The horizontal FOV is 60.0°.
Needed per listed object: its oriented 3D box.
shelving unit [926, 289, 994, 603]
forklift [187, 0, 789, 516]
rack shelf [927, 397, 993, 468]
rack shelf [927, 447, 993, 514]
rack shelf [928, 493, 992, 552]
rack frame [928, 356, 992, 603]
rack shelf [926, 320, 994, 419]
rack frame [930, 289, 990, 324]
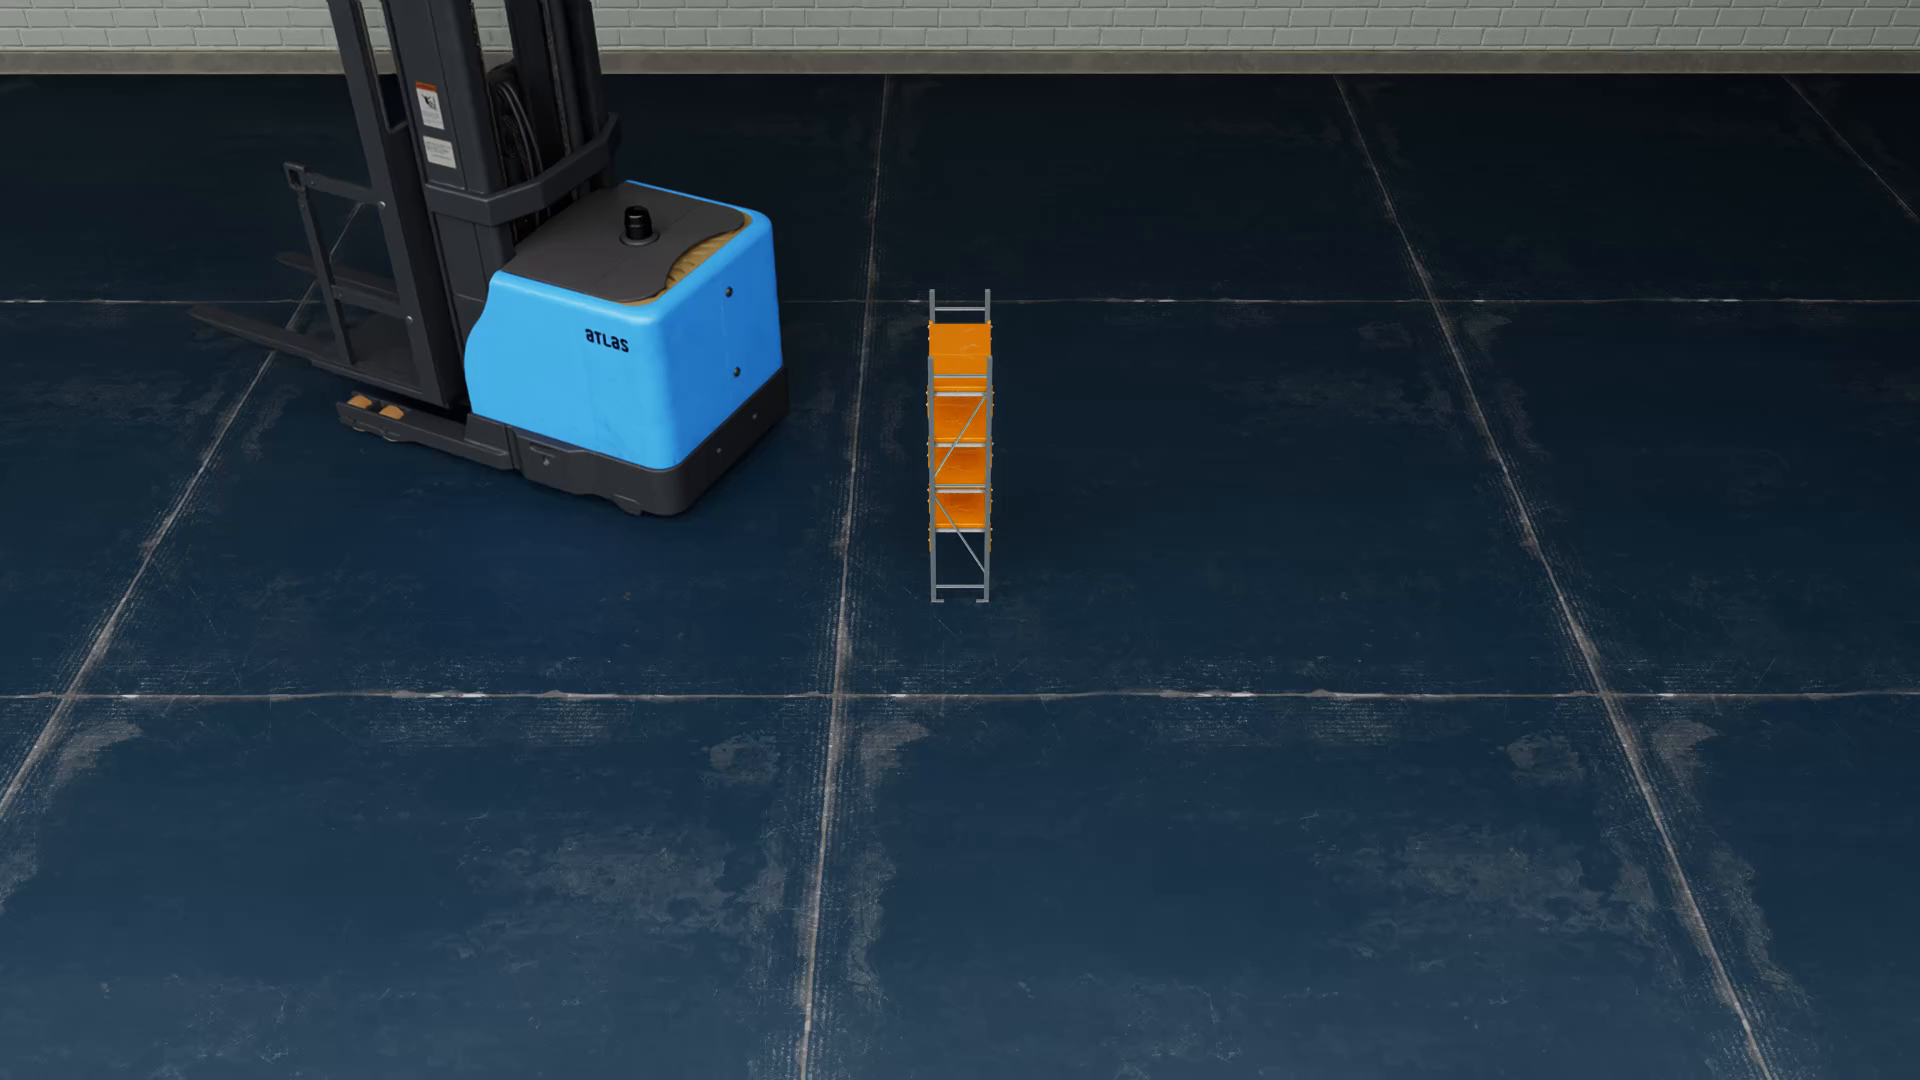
[{"bbox_3d":[0.000,-0.365,6.746,0.258,1.200,0.503,0,39,0],"label":"shelving unit"},{"bbox_3d":[-2.368,-1.883,7.257,3.031,2.935,1.130,17,42,20],"label":"forklift"},{"bbox_3d":[0.000,-0.487,6.648,0.258,0.148,0.480,0,39,0],"label":"rack shelf"},{"bbox_3d":[0.000,-0.312,6.788,0.258,0.148,0.480,0,39,0],"label":"rack shelf"},{"bbox_3d":[0.000,-0.157,6.912,0.258,0.148,0.480,0,39,0],"label":"rack shelf"},{"bbox_3d":[0.000,-0.212,6.555,0.240,1.200,0.015,0,39,0],"label":"rack frame"},{"bbox_3d":[0.000,-0.671,6.500,0.258,0.148,0.480,0,39,0],"label":"rack shelf"},{"bbox_3d":[0.000,-0.517,6.936,0.240,1.200,0.015,0,39,0],"label":"rack frame"}]
